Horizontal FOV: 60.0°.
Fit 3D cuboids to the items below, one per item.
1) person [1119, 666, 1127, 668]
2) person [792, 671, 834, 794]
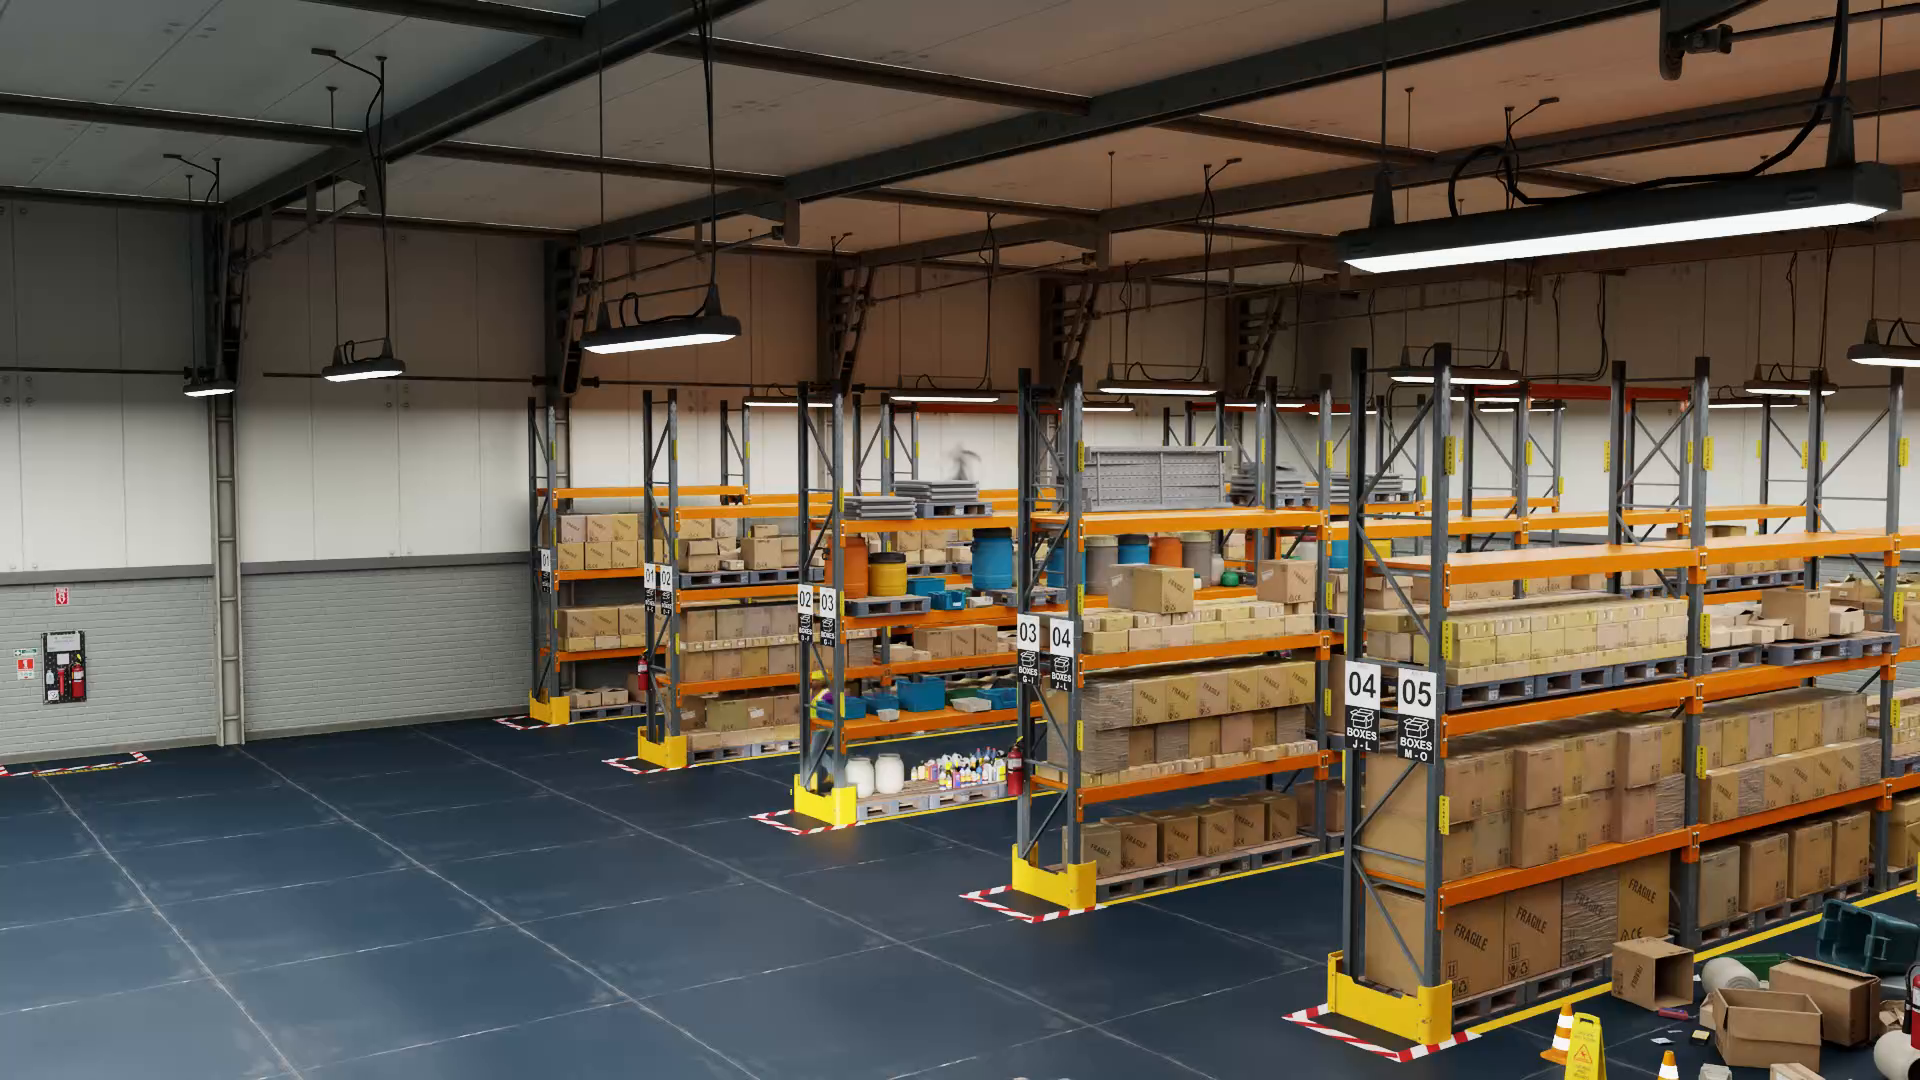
[{"bbox_3d":[2.666,2.681,28.129,0.544,1.629,0.606,-2,4,-34],"label":"person"},{"bbox_3d":[-2.121,2.804,24.514,0.977,1.760,0.697,-3,5,-44],"label":"person"}]
